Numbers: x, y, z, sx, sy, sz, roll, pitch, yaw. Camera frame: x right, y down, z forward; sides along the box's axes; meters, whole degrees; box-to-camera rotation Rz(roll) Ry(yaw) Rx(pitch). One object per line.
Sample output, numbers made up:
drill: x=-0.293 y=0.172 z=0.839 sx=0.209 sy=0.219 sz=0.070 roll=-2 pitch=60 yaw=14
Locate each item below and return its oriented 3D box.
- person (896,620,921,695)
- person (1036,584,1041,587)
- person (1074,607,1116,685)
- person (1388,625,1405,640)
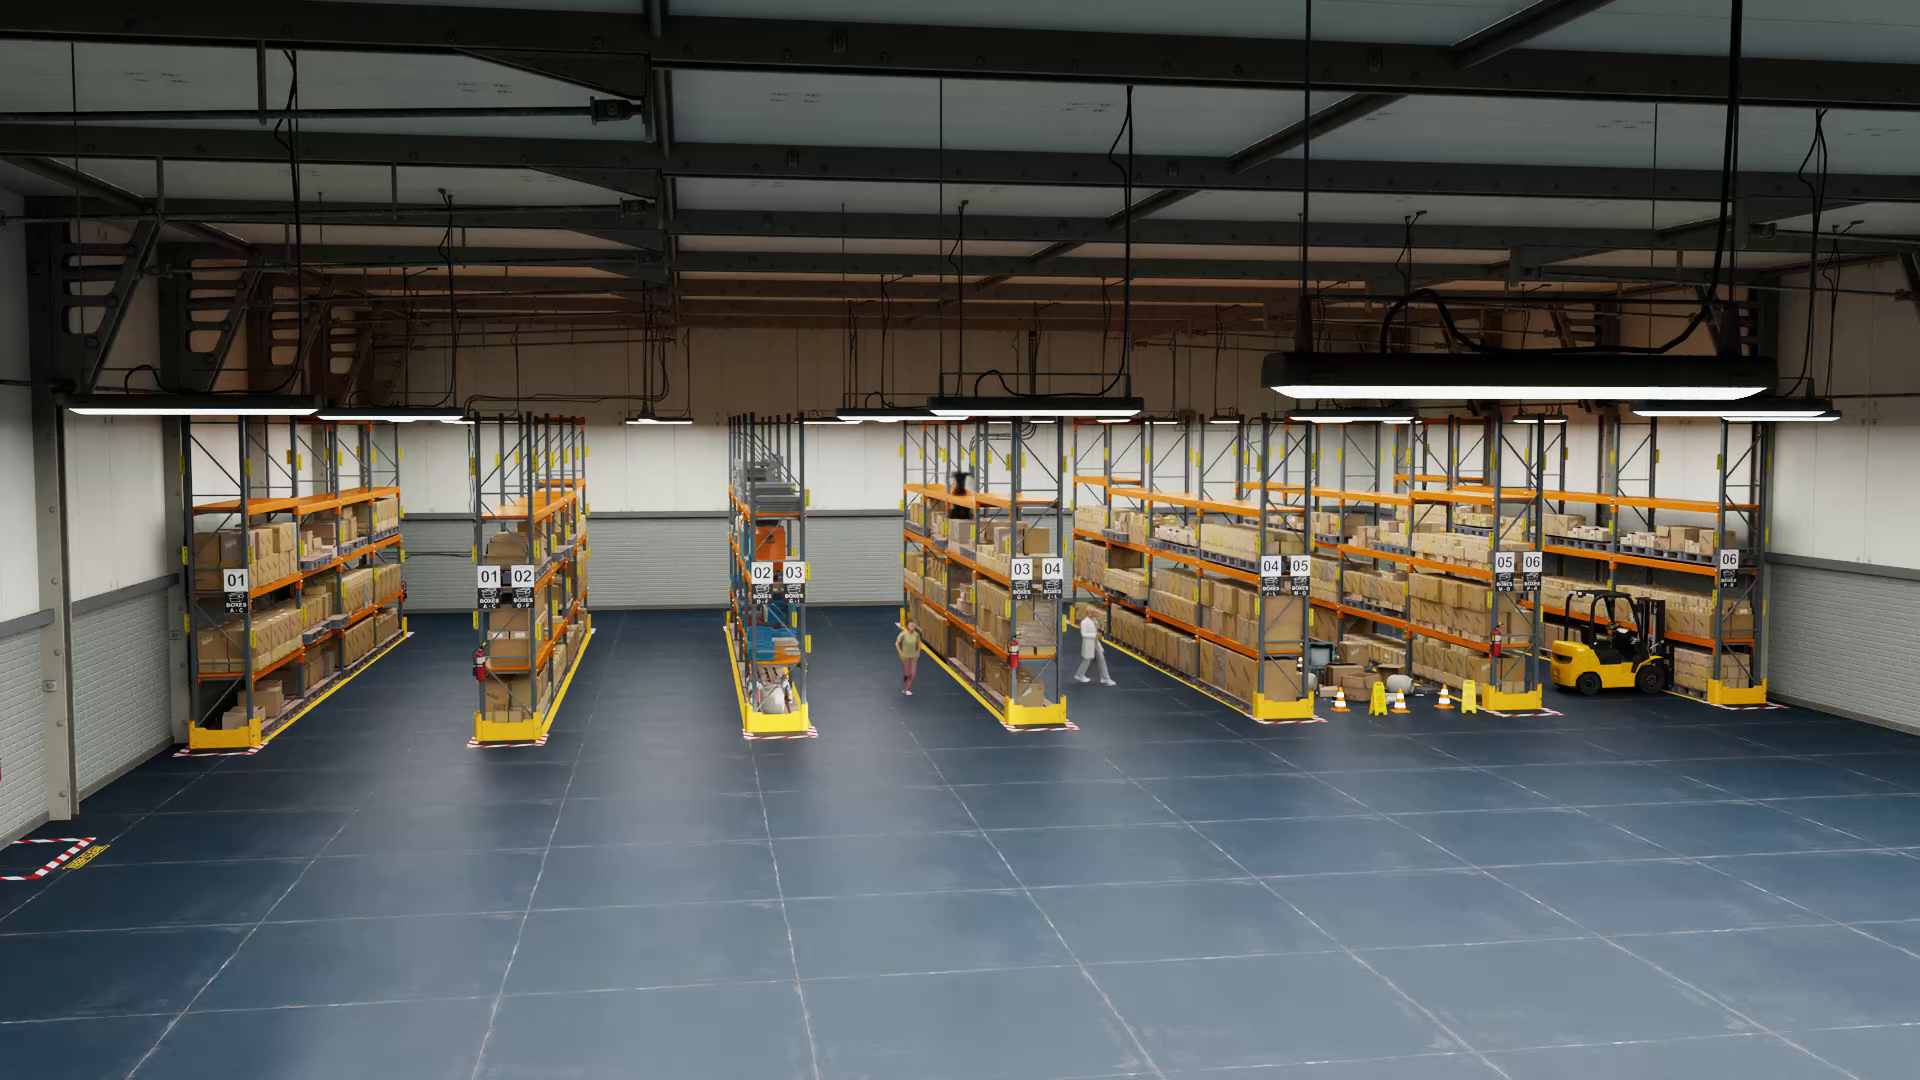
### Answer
person: x=-1.110 y=2.505 z=35.674 sx=0.581 sy=1.613 sz=0.558 roll=-1 pitch=4 yaw=-18
person: x=2.264 y=1.416 z=50.565 sx=0.677 sy=1.792 sz=0.711 roll=1 pitch=4 yaw=8
person: x=2.848 y=2.326 z=36.613 sx=1.003 sy=1.734 sz=0.724 roll=3 pitch=5 yaw=42
person: x=11.683 y=1.894 z=44.494 sx=0.608 sy=1.642 sz=0.718 roll=-2 pitch=4 yaw=-26
